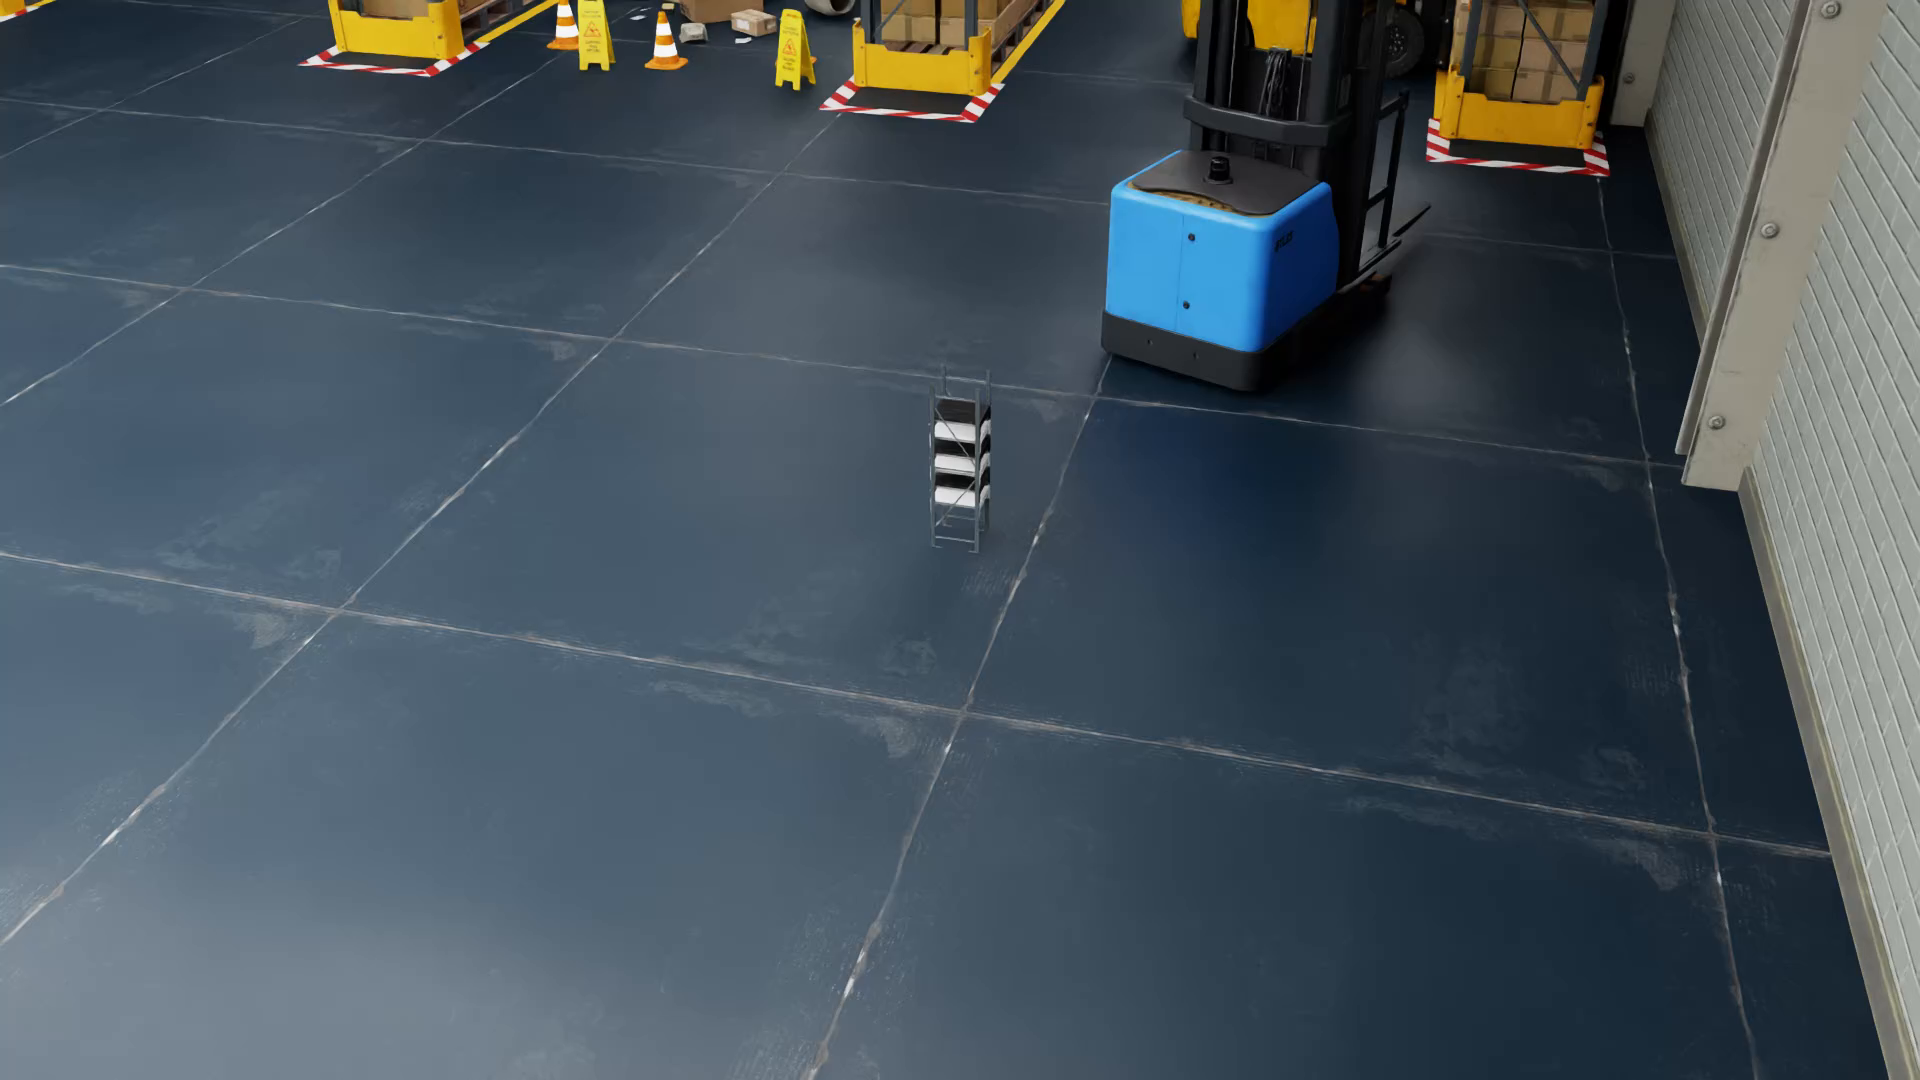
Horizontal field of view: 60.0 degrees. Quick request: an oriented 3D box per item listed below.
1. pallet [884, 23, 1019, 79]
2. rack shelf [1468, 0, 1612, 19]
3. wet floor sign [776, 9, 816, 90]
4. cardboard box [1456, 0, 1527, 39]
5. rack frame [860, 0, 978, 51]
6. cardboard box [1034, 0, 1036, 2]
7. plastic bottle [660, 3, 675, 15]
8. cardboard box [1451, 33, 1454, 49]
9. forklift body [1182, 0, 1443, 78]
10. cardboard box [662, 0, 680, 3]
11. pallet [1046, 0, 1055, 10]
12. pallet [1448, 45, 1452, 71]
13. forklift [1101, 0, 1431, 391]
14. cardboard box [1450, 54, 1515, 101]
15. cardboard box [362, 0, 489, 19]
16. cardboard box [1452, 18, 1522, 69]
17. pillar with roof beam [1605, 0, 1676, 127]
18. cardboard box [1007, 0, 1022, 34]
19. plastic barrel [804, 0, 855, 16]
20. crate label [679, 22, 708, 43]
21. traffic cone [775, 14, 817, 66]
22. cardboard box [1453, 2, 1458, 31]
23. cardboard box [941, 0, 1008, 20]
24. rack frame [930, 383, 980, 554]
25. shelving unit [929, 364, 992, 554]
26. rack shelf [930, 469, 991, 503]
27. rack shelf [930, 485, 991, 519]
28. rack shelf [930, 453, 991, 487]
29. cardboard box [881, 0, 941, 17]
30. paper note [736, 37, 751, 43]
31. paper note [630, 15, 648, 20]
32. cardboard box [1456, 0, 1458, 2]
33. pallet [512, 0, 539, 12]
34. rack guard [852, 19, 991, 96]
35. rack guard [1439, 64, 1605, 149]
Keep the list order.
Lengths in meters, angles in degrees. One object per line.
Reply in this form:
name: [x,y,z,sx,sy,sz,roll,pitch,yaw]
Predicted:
pallet: [-0.087,-4.466,15.079,1.003,0.211,1.213,8,33,12]
rack shelf: [4.963,-5.247,14.379,1.077,0.370,4.000,8,33,12]
wet floor sign: [-1.430,-4.240,14.319,0.267,0.644,0.232,20,38,29]
cardboard box: [4.271,-4.233,13.353,0.500,0.250,0.500,9,34,14]
rack frame: [-0.347,-5.187,13.613,1.000,3.000,0.127,8,33,12]
cardboard box: [0.519,-5.395,16.112,0.500,0.250,0.500,9,33,13]
plastic bottle: [-2.894,-5.267,16.478,0.133,0.061,0.283,-3,33,-4]
cardboard box: [4.540,-4.332,14.440,0.500,0.250,0.500,8,33,13]
forklift body: [3.172,-5.387,14.719,2.313,2.155,1.214,8,33,12]
cardboard box: [-2.800,-5.588,16.792,0.396,0.266,0.258,14,35,21]
pallet: [0.532,-5.733,17.071,1.003,0.211,1.213,8,33,12]
pallet: [4.921,-4.370,14.927,1.003,0.211,1.213,8,33,12]
forklift: [2.108,-2.823,9.958,1.130,2.935,3.031,21,38,29]
cardboard box: [4.269,-3.817,13.629,0.500,0.250,0.500,8,33,13]
cardboard box: [-5.052,-5.450,15.616,0.875,0.875,0.875,8,33,13]
cardboard box: [4.277,-4.036,13.508,0.500,0.250,0.500,8,33,12]
pillar with roof beam: [1.340,-7.870,12.241,9.100,9.000,0.400,8,33,12]
cardboard box: [0.262,-4.849,15.252,0.500,0.250,0.500,9,34,14]
plastic barrel: [-1.287,-5.378,16.315,0.421,0.421,0.512,-21,38,-29]
crate label: [-2.506,-4.769,15.624,0.250,0.136,0.298,-8,33,-13]
traffic cone: [-1.485,-4.515,14.921,0.336,0.463,0.334,8,33,12]
cardboard box: [4.525,-4.566,14.341,0.500,0.250,0.500,7,33,11]
cardboard box: [0.131,-4.914,14.656,0.500,0.500,0.500,7,33,11]
rack frame: [-0.024,-0.331,7.932,0.240,0.900,0.006,8,33,12]
shelving unit: [0.002,-0.384,8.015,0.258,0.900,0.210,8,33,12]
rack shelf: [0.002,-0.280,8.081,0.258,0.077,0.200,8,33,12]
rack shelf: [0.002,-0.204,8.130,0.258,0.077,0.200,8,33,12]
rack shelf: [0.002,-0.356,8.033,0.258,0.077,0.200,8,33,12]
cardboard box: [-0.396,-4.972,14.747,0.500,0.500,0.500,8,33,13]
paper note: [-2.032,-4.696,15.608,0.148,0.019,0.142,-3,33,-4]
paper note: [-3.131,-5.116,16.270,0.144,0.017,0.142,20,38,29]
cardboard box: [4.513,-4.762,14.185,0.500,0.250,0.500,8,33,13]
pallet: [-4.721,-5.688,17.001,1.003,0.211,1.213,8,33,12]
rack guard: [-0.327,-4.171,14.346,1.175,0.500,0.348,8,33,12]
rack guard: [4.449,-3.446,13.204,1.175,0.500,0.348,8,33,12]
